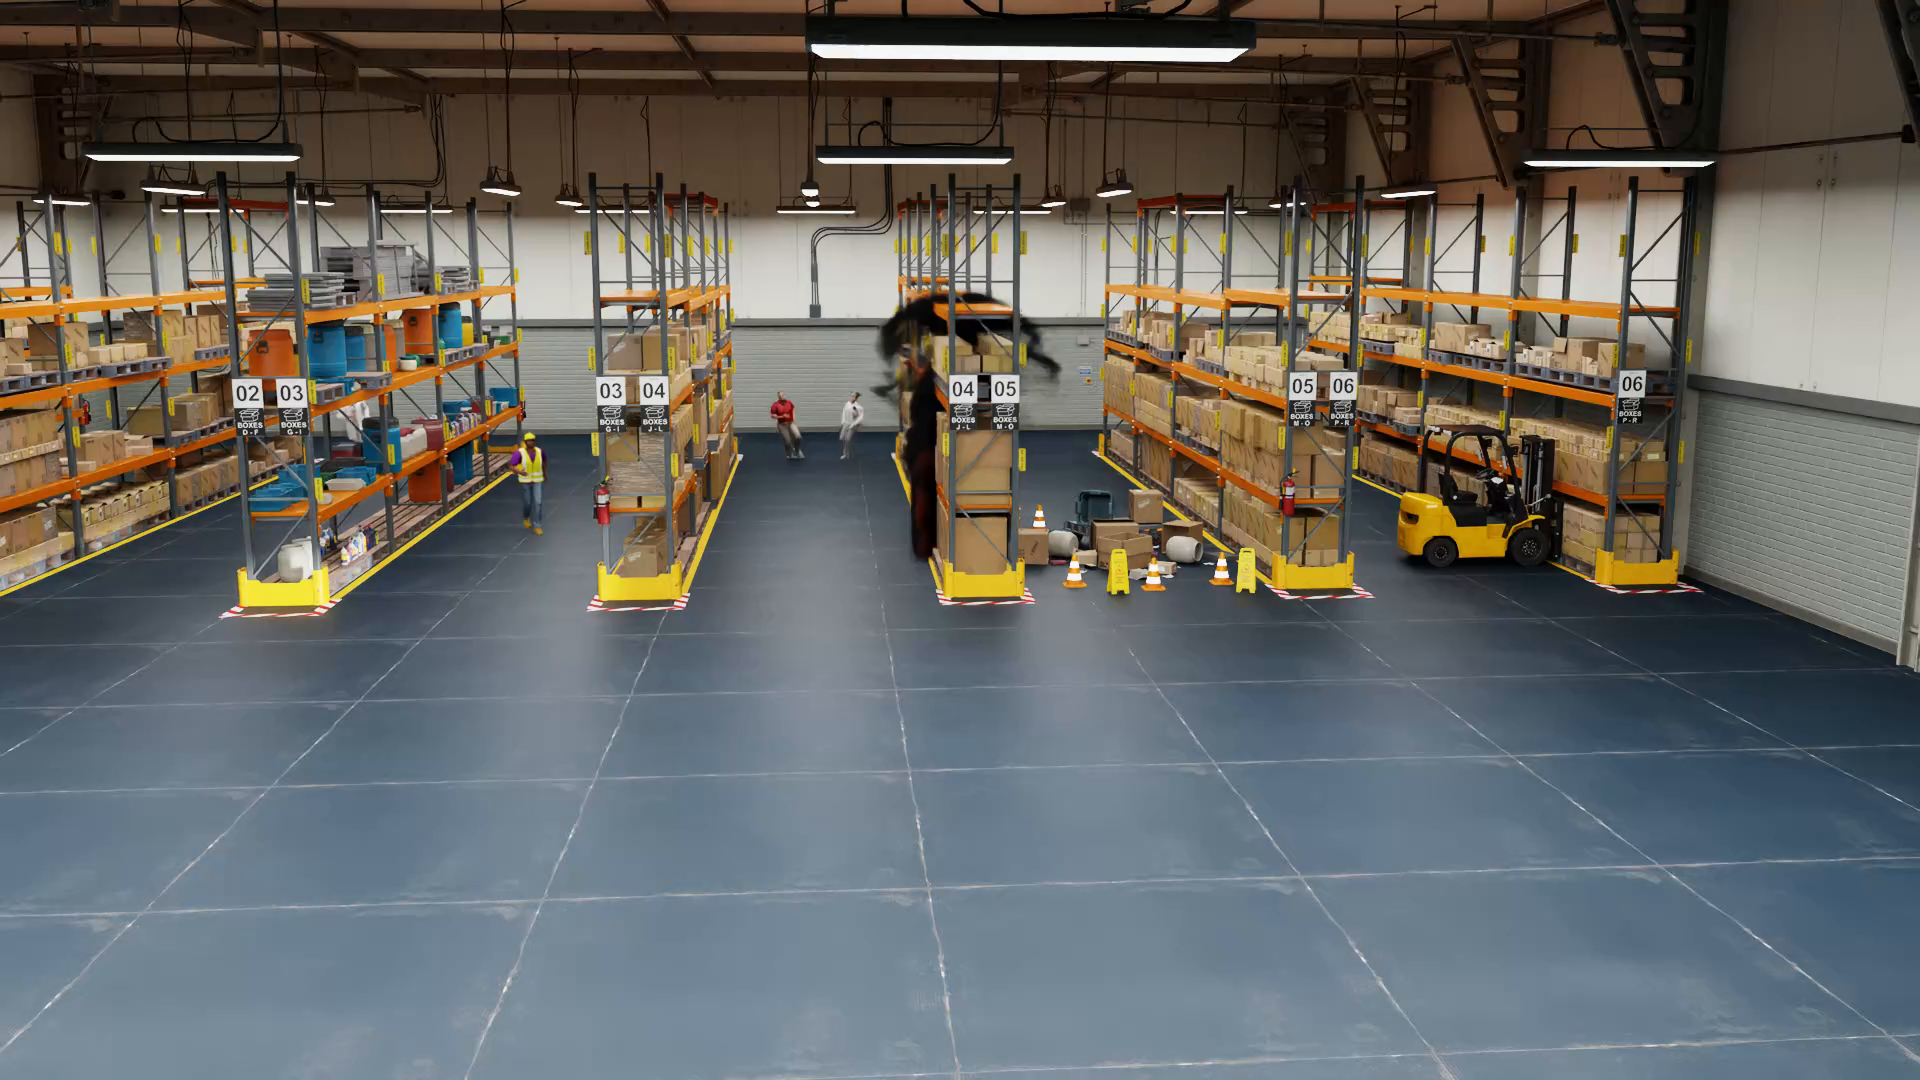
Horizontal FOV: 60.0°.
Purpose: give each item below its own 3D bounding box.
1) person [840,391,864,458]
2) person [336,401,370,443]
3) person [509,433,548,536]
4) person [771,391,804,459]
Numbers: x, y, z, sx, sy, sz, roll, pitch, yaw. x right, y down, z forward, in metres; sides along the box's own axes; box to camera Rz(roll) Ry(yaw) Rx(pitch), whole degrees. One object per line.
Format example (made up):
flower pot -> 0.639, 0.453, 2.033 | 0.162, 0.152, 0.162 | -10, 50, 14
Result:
person -> -2.591, -2.742, 39.562 | 0.643, 1.616, 0.496 | 6, 11, 29
person -> -13.848, -2.558, 37.982 | 0.717, 1.752, 1.110 | -3, 11, -19
person -> -7.576, -1.007, 29.305 | 0.695, 1.776, 0.908 | -4, 11, -24
person -> -4.086, -2.708, 39.256 | 0.797, 1.627, 0.666 | -5, 11, -26
